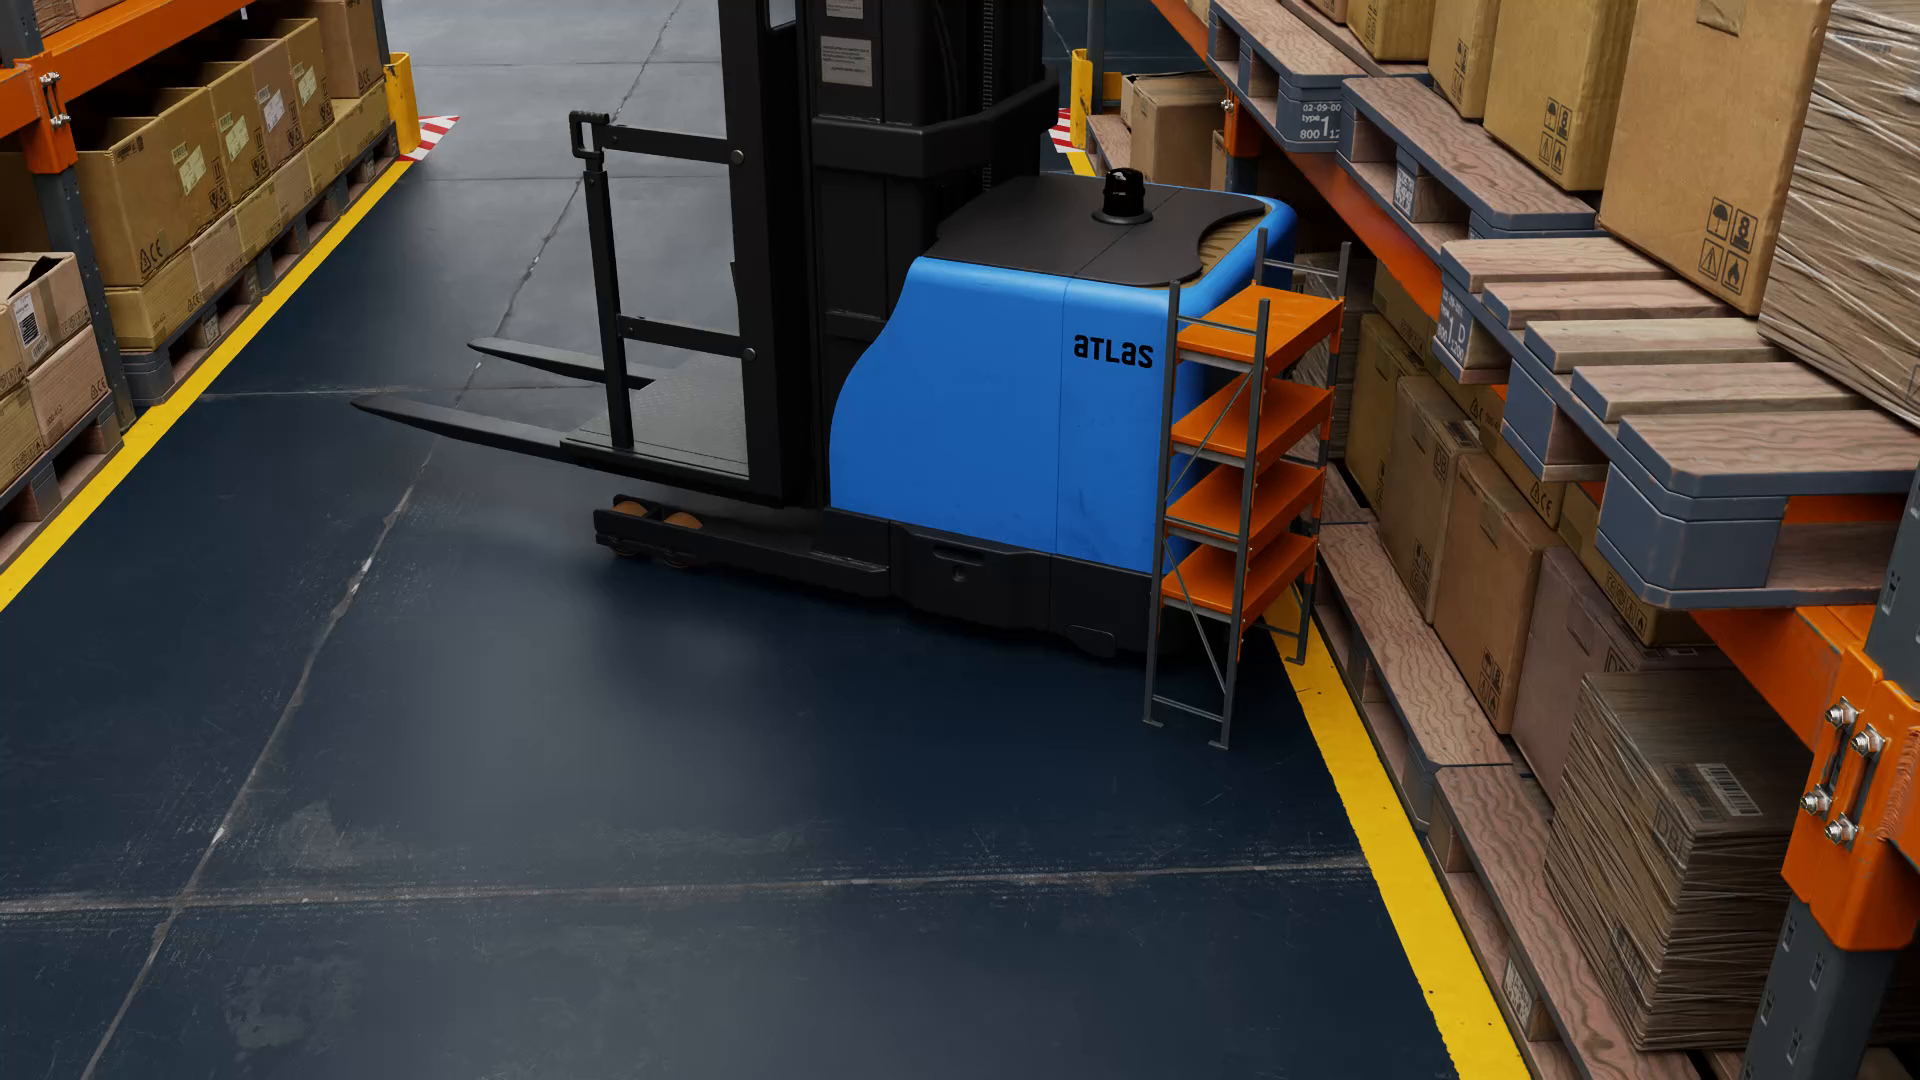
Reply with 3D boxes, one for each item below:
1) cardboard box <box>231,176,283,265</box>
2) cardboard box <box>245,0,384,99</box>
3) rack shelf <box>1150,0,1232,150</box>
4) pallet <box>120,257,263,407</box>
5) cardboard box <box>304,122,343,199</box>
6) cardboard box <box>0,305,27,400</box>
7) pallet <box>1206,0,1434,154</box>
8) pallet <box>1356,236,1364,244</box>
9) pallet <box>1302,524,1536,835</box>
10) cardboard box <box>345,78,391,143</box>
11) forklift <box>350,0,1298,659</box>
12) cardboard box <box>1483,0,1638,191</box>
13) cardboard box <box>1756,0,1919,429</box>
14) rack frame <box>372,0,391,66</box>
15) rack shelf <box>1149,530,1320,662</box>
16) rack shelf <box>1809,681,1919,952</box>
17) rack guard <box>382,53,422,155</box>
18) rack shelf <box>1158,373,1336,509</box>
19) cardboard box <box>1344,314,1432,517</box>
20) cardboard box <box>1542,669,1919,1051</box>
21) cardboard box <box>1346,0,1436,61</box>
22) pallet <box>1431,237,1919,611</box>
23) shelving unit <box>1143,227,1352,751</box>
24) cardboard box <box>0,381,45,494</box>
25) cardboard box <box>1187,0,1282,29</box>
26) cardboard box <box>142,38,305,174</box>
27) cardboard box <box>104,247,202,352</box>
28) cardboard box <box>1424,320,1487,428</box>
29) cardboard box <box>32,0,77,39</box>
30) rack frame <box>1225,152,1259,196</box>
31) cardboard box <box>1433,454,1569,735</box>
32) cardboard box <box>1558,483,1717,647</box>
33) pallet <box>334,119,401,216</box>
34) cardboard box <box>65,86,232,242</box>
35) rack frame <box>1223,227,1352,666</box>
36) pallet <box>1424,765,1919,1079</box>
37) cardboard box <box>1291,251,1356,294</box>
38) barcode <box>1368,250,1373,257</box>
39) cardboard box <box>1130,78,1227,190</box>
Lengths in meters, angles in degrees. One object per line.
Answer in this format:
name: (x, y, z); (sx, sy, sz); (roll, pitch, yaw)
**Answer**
cardboard box: (-3.269, -1.376, 7.163); (0.500, 0.250, 0.500); (-1, 28, -3)
cardboard box: (-3.390, -2.631, 8.760); (0.500, 0.500, 0.500); (-1, 28, -3)
rack shelf: (1.336, -2.451, 7.484); (1.077, 0.370, 4.000); (-1, 28, -3)
pallet: (-3.506, -0.857, 6.665); (1.003, 0.211, 1.213); (-1, 28, -3)
cardboard box: (-3.326, -1.837, 8.049); (0.500, 0.250, 0.500); (-1, 28, -3)
cardboard box: (-3.165, -0.521, 4.917); (0.500, 0.311, 0.500); (-1, 28, -1)
pallet: (1.335, -1.405, 4.908); (1.003, 0.211, 1.213); (-1, 28, -3)
pallet: (1.304, -1.484, 7.867); (1.003, 0.211, 1.213); (-1, 28, -3)
pallet: (1.550, 0.314, 4.419); (1.003, 0.211, 1.213); (-1, 28, -3)
cardboard box: (-3.392, -2.299, 8.933); (0.500, 0.250, 0.500); (-1, 28, -3)
forklift: (-0.568, -1.420, 4.803); (3.031, 2.935, 1.130); (12, 30, 22)
cardboard box: (1.528, -1.030, 3.398); (0.700, 0.500, 0.500); (-1, 28, -3)
cardboard box: (1.615, -0.455, 2.296); (0.700, 0.500, 0.500); (-5, 28, -9)
rack frame: (-3.715, -3.572, 8.856); (1.000, 3.000, 0.127); (-1, 28, -3)
rack shelf: (0.715, 0.113, 4.311); (0.258, 0.148, 0.480); (17, 32, 29)
rack shelf: (1.754, 1.243, 0.400); (1.077, 0.370, 4.000); (-1, 28, -3)
rack guard: (-3.716, -2.475, 9.455); (1.175, 0.500, 0.348); (-1, 28, -3)
rack shelf: (0.715, -0.262, 4.116); (0.258, 0.148, 0.480); (17, 32, 29)
cardboard box: (1.573, -0.356, 4.917); (0.700, 0.500, 0.500); (-2, 28, -4)
cardboard box: (1.560, 0.583, 3.116); (0.700, 0.500, 0.500); (-1, 28, -2)
cardboard box: (1.455, -1.592, 4.474); (0.700, 0.500, 0.500); (1, 28, 3)
pallet: (1.506, -0.241, 2.675); (1.213, 0.211, 1.003); (-1, 28, -3)
shelving unit: (0.715, -0.123, 4.188); (0.258, 1.200, 0.503); (17, 32, 29)
cardboard box: (-3.170, -0.274, 5.051); (0.500, 0.250, 0.500); (-2, 28, -3)
cardboard box: (1.113, -2.000, 5.982); (0.500, 0.250, 0.500); (-1, 28, -3)
cardboard box: (-3.298, -1.939, 7.432); (0.500, 0.500, 0.500); (-1, 28, -3)
cardboard box: (-3.227, -0.914, 6.277); (0.500, 0.250, 0.500); (-1, 28, -3)
cardboard box: (1.553, -0.483, 4.348); (0.500, 0.250, 0.500); (-2, 28, -4)
cardboard box: (-3.535, -1.974, 5.683); (0.700, 0.500, 0.500); (-2, 28, -4)
rack frame: (1.441, -1.846, 5.547); (1.000, 3.000, 0.127); (-1, 28, -3)
cardboard box: (1.595, 0.113, 4.016); (0.700, 0.500, 0.500); (-2, 28, -3)
cardboard box: (1.593, -0.014, 3.450); (0.500, 0.250, 0.500); (-1, 28, -2)
pallet: (-3.633, -1.984, 8.825); (1.003, 0.211, 1.213); (-1, 28, -3)
cardboard box: (-3.252, -1.477, 6.547); (0.500, 0.500, 0.500); (-1, 28, -3)
rack frame: (0.848, -0.218, 4.370); (0.240, 1.200, 0.015); (17, 32, 29)
pallet: (1.610, 0.876, 3.342); (1.003, 0.211, 1.213); (-1, 28, -3)
cardboard box: (1.383, -1.032, 6.572); (0.380, 0.166, 0.250); (-5, 28, -9)
barcode: (1.696, -1.209, 6.854); (0.001, 0.075, 0.075); (-1, 28, -3)
cardboard box: (1.196, -1.855, 7.791); (0.700, 0.500, 0.500); (-3, 28, -6)
